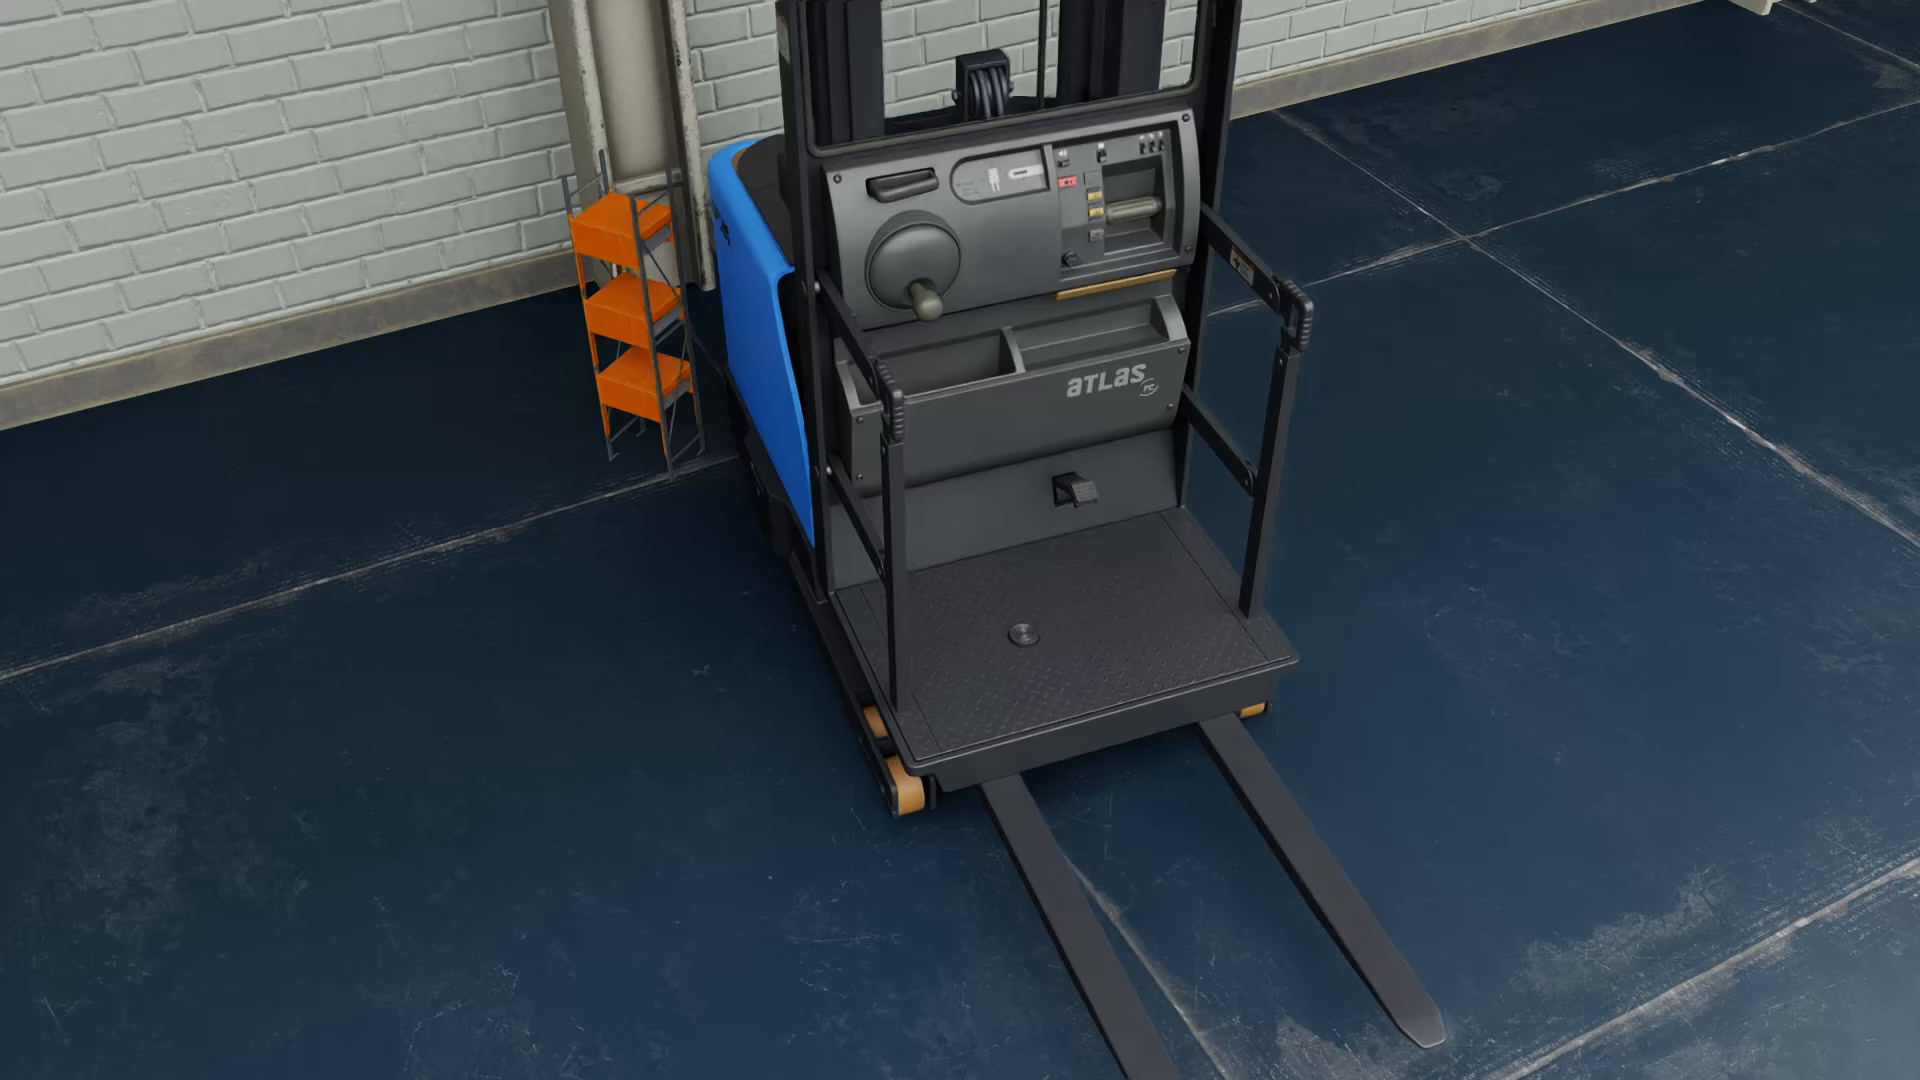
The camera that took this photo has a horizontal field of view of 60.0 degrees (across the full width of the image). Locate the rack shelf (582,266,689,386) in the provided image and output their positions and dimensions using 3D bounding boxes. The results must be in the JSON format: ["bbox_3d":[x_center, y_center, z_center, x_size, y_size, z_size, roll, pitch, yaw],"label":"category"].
[{"bbox_3d":[-1.016,-0.678,5.255,0.240,0.259,0.215,18,44,20],"label":"rack shelf"}]

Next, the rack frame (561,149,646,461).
[{"bbox_3d":[-1.124,-0.722,5.290,0.008,1.050,0.200,18,44,20],"label":"rack frame"}]

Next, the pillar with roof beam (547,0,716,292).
[{"bbox_3d":[0.807,-1.965,0.606,0.400,9.000,9.100,-19,44,-21],"label":"pillar with roof beam"}]

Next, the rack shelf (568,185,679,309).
[{"bbox_3d":[-1.016,-0.895,5.071,0.240,0.259,0.215,18,44,20],"label":"rack shelf"}]

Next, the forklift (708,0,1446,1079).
[{"bbox_3d":[0.218,-0.699,3.808,1.130,2.935,3.031,-14,42,-15],"label":"forklift"}]

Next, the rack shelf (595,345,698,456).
[{"bbox_3d":[-1.016,-0.466,5.434,0.240,0.259,0.215,18,44,20],"label":"rack shelf"}]

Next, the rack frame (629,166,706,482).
[{"bbox_3d":[-0.907,-0.650,5.205,0.008,1.050,0.200,18,44,20],"label":"rack frame"}]

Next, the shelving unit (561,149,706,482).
[{"bbox_3d":[-1.016,-0.686,5.248,0.252,1.050,0.215,18,44,20],"label":"shelving unit"}]
